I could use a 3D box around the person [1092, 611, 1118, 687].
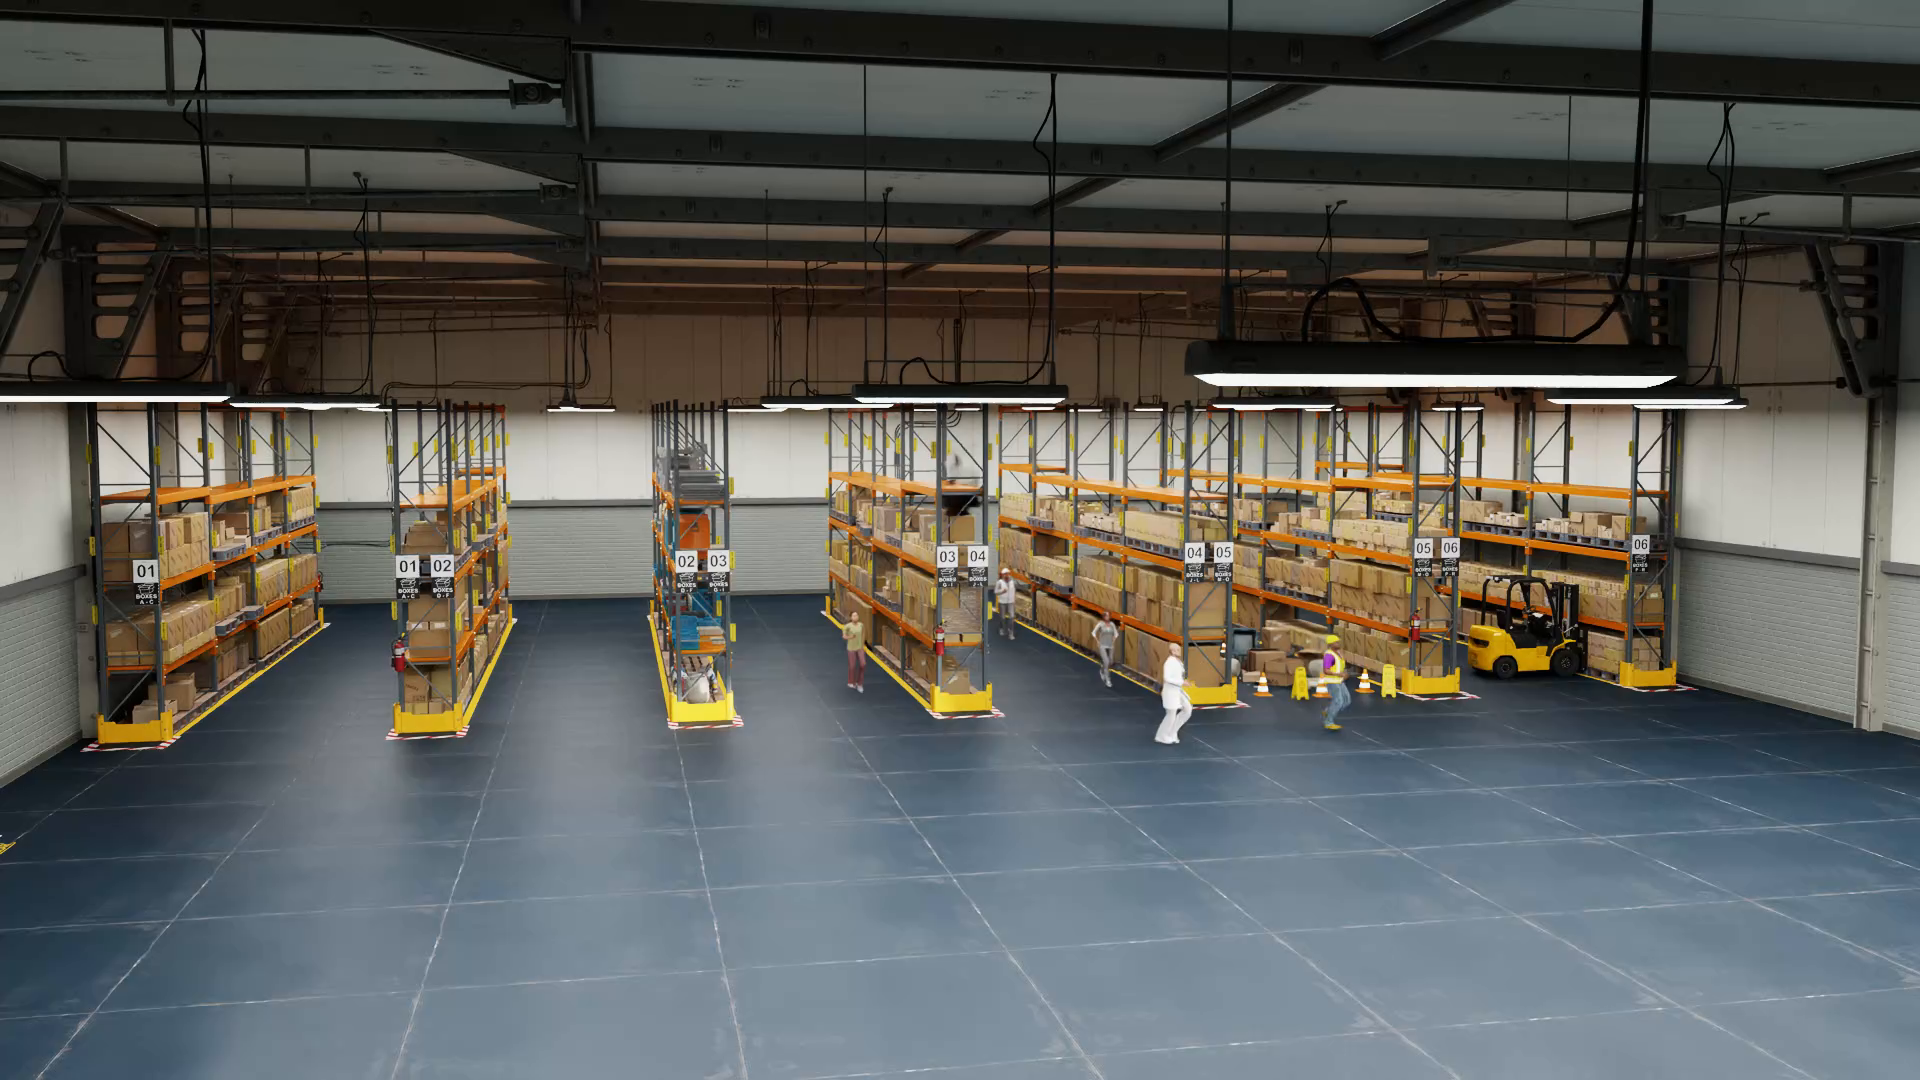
[{"bbox_3d":[3.083,2.280,35.179,0.558,1.584,0.723,-1,5,-18],"label":"person"}]

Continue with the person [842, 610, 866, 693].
[{"bbox_3d":[-2.167,2.301,34.393,0.558,1.708,0.669,-2,5,-20],"label":"person"}]

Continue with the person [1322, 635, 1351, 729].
[{"bbox_3d":[6.847,2.579,30.207,0.585,1.721,0.691,3,5,31],"label":"person"}]

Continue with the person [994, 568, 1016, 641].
[{"bbox_3d":[1.181,1.602,42.471,0.646,1.771,0.805,-1,4,-12],"label":"person"}]

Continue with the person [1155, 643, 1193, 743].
[{"bbox_3d":[3.733,2.671,28.878,0.720,1.763,0.690,2,5,29],"label":"person"}]
